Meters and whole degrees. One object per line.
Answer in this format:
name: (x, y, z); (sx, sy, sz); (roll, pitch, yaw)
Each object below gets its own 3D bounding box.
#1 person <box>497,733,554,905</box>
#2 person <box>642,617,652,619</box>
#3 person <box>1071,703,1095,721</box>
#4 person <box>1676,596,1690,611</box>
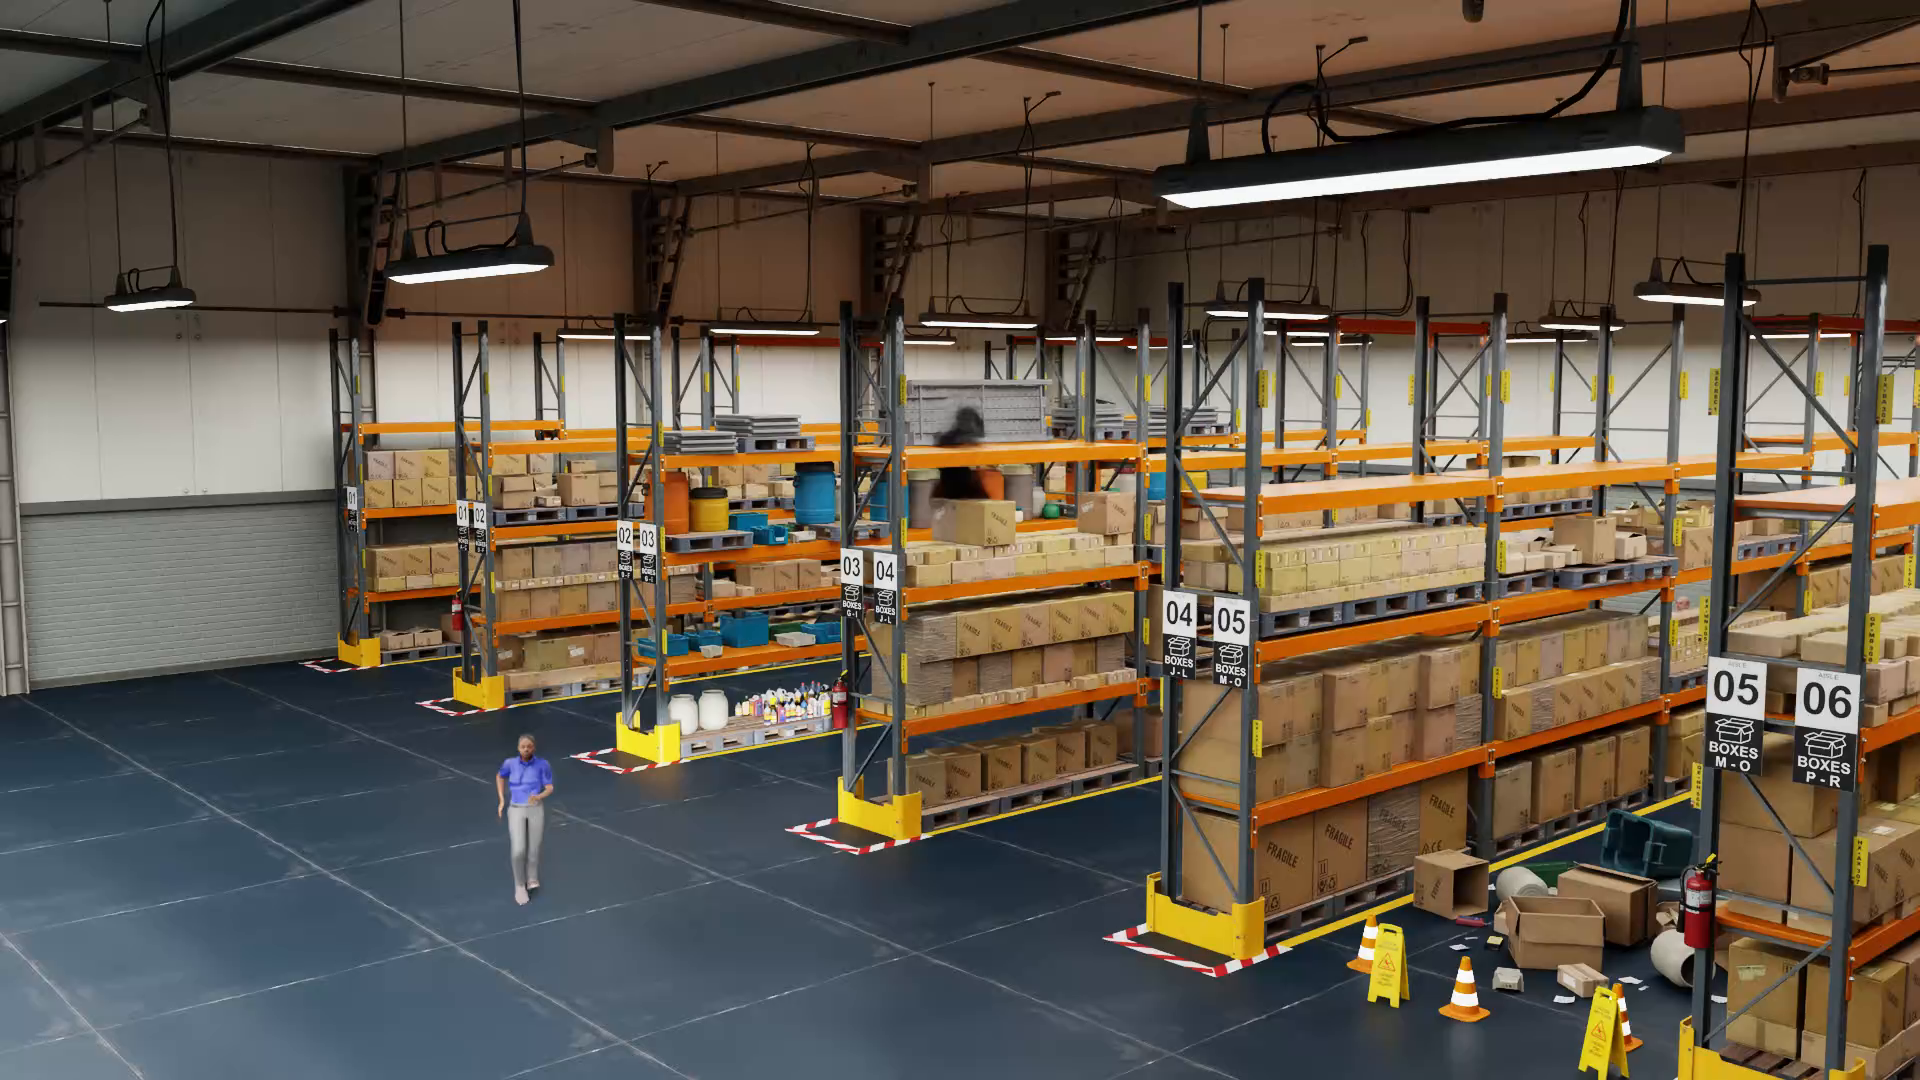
person: (-4.271, 2.699, 16.377); (0.536, 1.618, 0.801); (-2, 6, -17)
person: (-5.690, 1.266, 30.360); (0.663, 1.688, 0.728); (5, 8, 43)
person: (1.765, 1.946, 24.236); (0.545, 1.580, 0.873); (4, 7, 33)
person: (11.121, 1.771, 25.481); (0.976, 1.827, 0.730); (-4, 7, -34)
